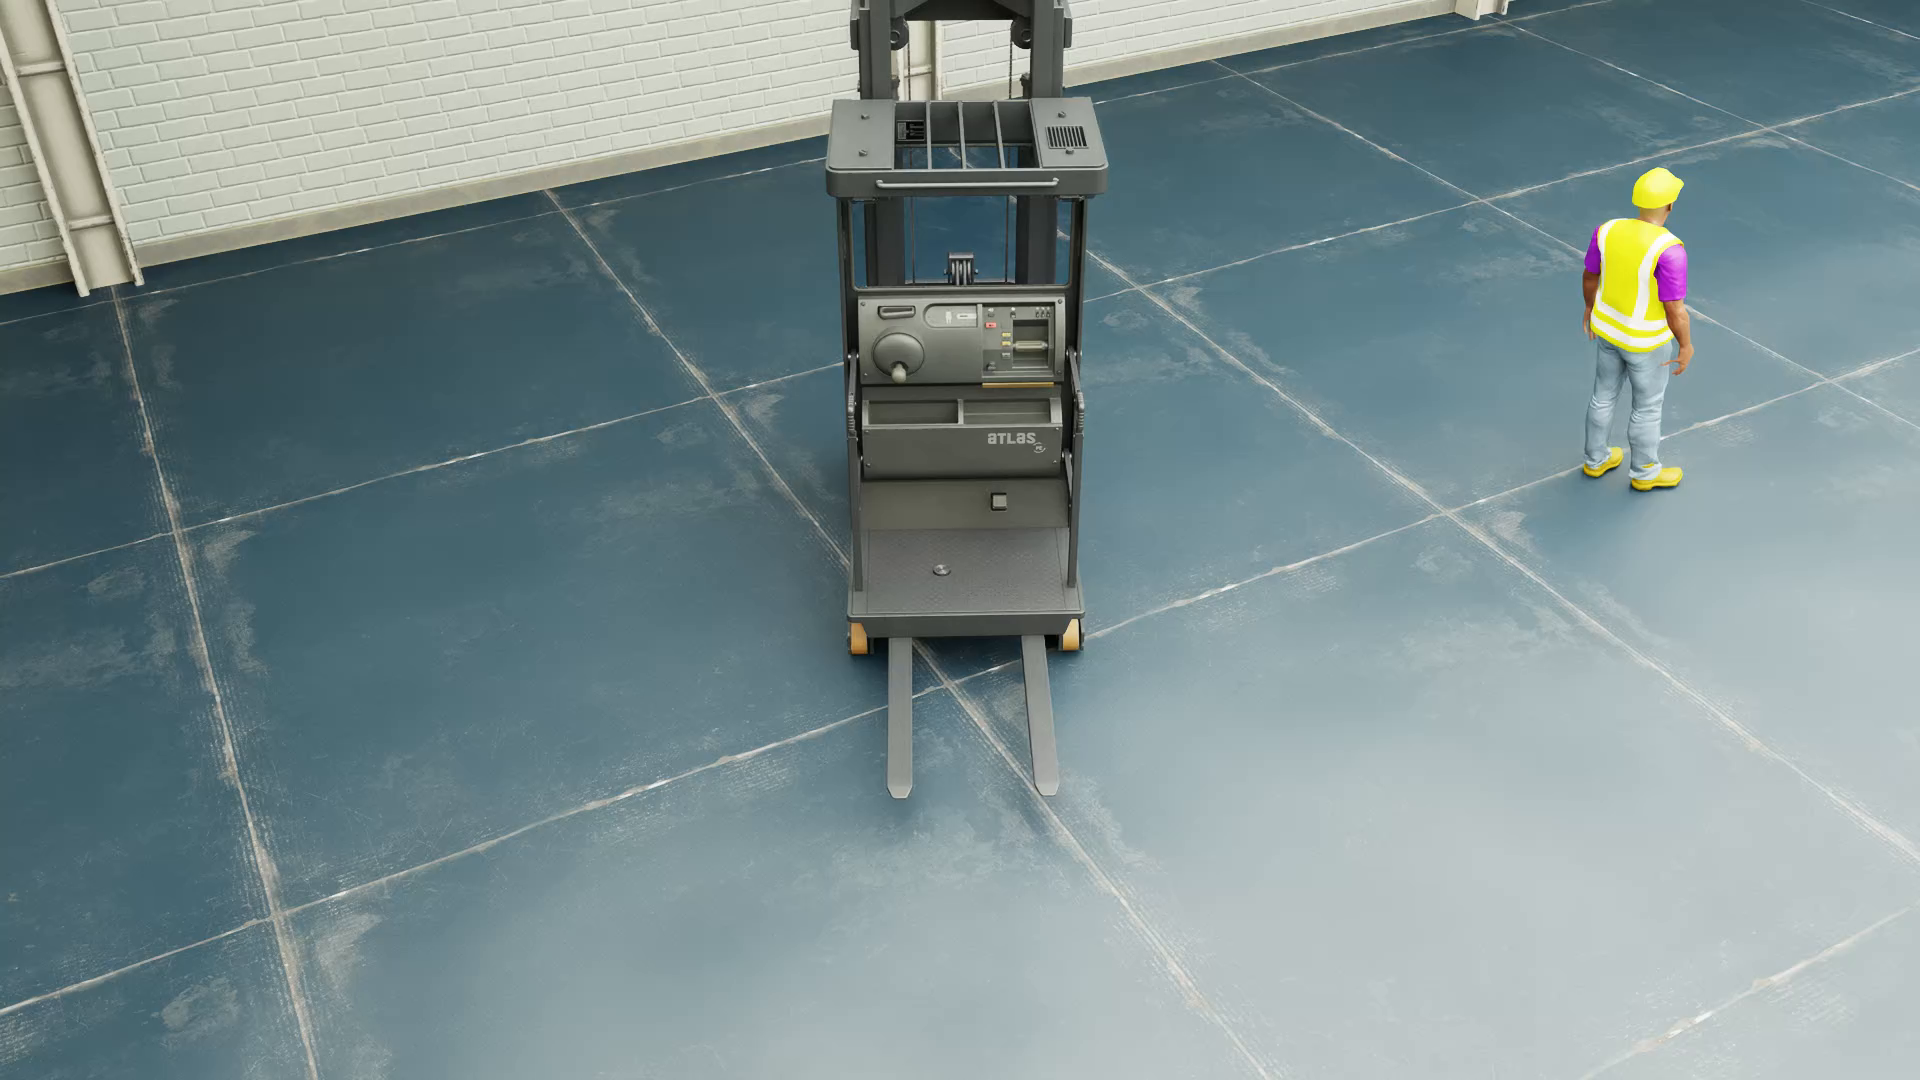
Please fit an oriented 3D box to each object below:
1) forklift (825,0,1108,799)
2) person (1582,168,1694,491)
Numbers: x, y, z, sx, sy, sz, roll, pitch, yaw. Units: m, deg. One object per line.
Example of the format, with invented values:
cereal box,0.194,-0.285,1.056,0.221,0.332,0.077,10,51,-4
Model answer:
forklift,0.017,-0.840,7.311,1.130,2.935,3.031,-1,35,-1
person,3.568,-1.110,8.691,0.575,1.768,0.665,-19,39,-25
